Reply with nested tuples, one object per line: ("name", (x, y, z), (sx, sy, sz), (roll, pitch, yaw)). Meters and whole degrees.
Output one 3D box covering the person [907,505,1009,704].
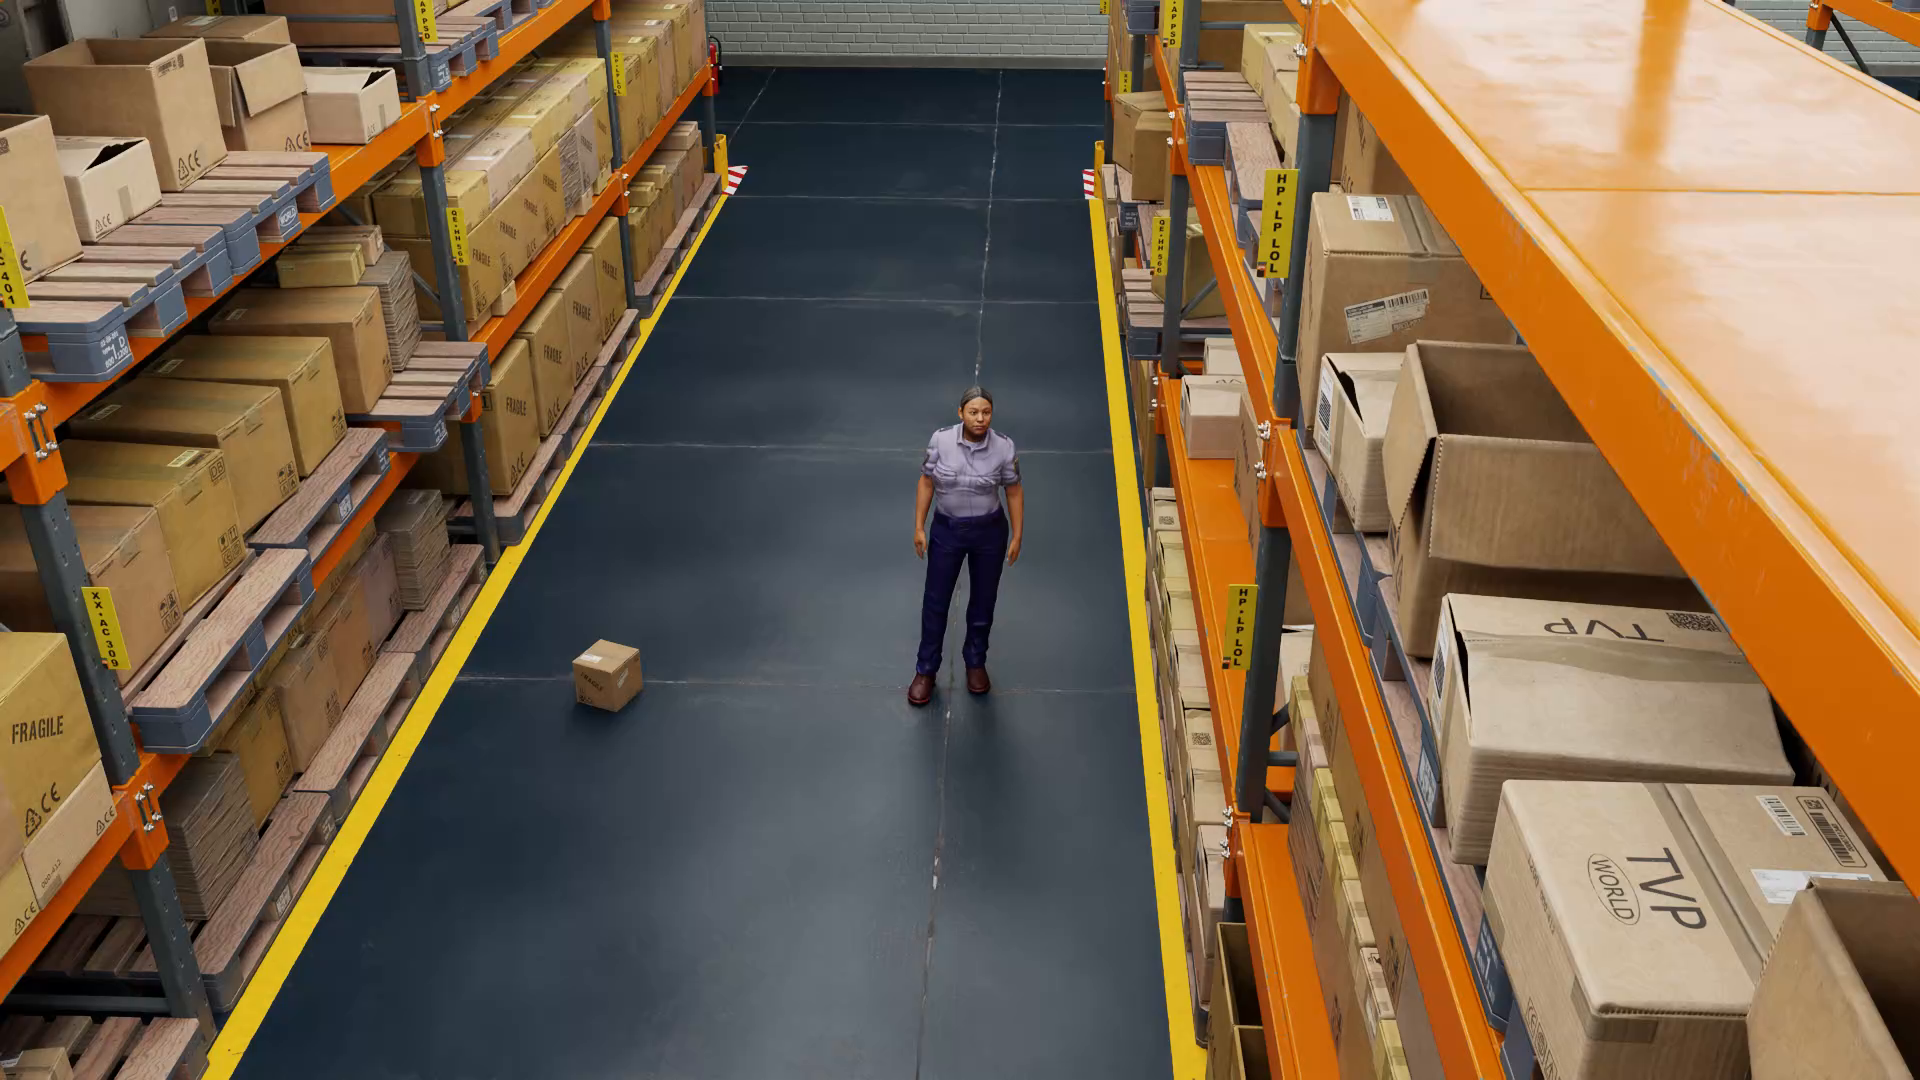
("person", (-0.011, 0.303, 8.706), (0.525, 1.033, 0.500), (1, 28, 1))
